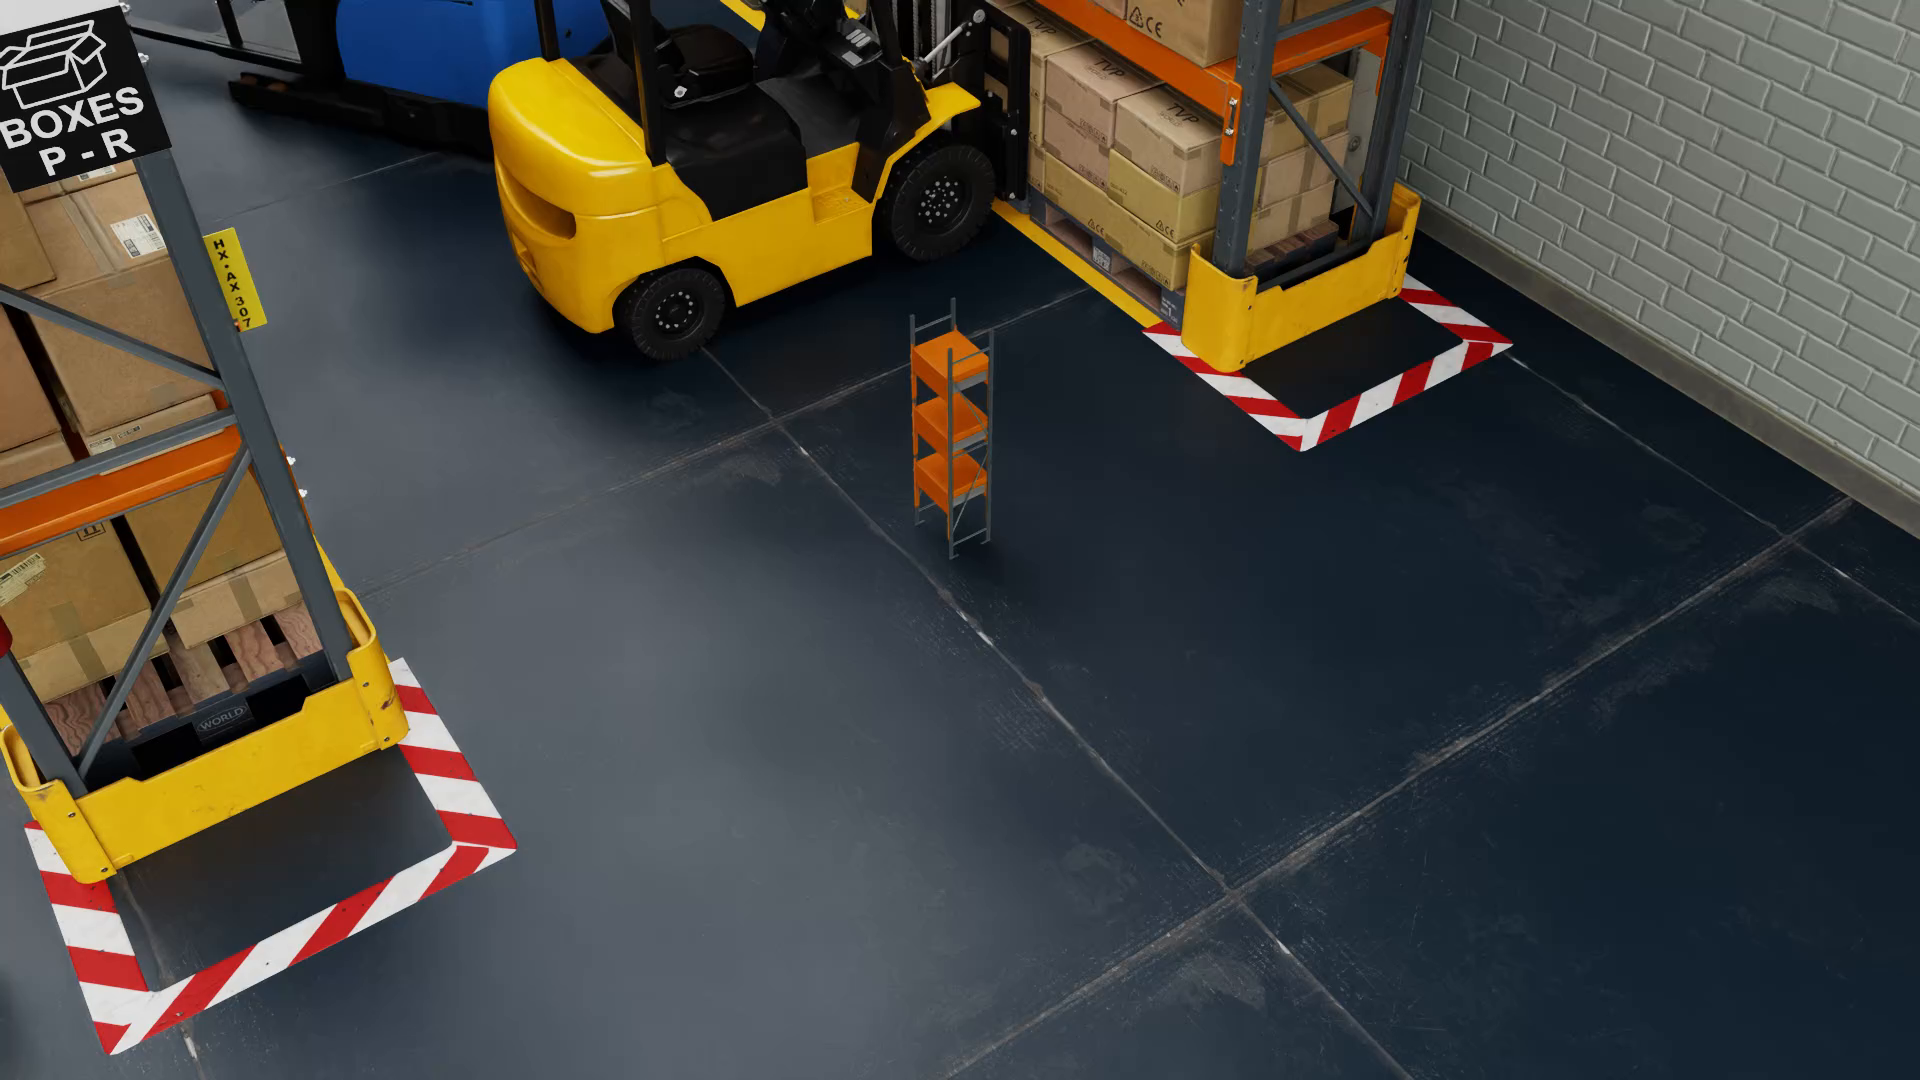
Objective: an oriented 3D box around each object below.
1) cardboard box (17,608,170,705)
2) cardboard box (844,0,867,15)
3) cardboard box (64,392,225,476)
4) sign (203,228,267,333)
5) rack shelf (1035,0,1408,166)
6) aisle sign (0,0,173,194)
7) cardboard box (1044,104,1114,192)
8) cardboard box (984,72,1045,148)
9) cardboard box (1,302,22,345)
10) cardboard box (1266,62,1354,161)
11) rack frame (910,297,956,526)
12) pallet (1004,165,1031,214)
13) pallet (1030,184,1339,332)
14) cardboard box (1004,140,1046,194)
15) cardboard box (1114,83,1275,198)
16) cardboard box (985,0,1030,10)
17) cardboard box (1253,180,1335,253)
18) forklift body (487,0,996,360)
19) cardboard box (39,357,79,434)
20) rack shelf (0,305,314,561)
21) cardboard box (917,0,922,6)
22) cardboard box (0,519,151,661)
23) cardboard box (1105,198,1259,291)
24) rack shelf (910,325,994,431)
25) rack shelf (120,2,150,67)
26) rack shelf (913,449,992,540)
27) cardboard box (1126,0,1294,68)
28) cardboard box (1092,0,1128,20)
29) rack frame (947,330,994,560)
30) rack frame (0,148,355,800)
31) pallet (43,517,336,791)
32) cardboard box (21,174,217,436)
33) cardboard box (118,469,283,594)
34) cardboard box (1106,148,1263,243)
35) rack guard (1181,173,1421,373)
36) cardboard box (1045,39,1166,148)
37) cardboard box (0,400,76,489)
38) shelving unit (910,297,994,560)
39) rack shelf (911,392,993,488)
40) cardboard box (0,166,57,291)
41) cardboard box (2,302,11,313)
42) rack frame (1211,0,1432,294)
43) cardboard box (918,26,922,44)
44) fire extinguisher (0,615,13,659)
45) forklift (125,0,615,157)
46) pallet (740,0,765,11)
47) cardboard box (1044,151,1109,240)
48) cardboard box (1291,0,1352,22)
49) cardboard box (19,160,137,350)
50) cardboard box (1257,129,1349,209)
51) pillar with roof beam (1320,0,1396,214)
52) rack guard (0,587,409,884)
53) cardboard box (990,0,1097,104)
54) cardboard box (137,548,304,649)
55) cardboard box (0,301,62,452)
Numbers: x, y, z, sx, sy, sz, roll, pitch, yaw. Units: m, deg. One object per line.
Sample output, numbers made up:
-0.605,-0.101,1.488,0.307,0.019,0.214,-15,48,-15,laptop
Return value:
-3.203,0.273,5.979,0.500,0.250,0.500,-26,49,-25,cardboard box
-0.412,-3.091,9.140,0.500,0.250,0.500,-26,49,-25,cardboard box
-2.531,-0.388,5.166,0.380,0.149,0.250,-26,49,-24,cardboard box
-2.061,-0.732,4.718,0.100,0.325,0.005,-26,49,-24,sign
0.419,-3.040,8.283,1.077,0.370,4.000,-26,49,-24,rack shelf
-2.217,-1.232,3.986,0.394,0.787,0.004,-26,49,-24,aisle sign
0.750,-1.946,7.941,0.500,0.250,0.500,-26,50,-25,cardboard box
0.437,-2.230,8.239,0.500,0.250,0.500,-27,50,-25,cardboard box
-3.325,-0.832,5.162,0.500,0.500,0.500,-26,49,-24,cardboard box
1.443,-2.033,7.671,0.500,0.250,0.500,-26,50,-25,cardboard box
-0.100,-0.479,6.492,0.200,1.050,0.008,-26,49,-24,rack frame
0.397,-2.266,8.970,1.003,0.211,1.213,-26,49,-24,pallet
1.091,-1.575,8.247,1.003,0.211,1.213,-26,49,-24,pallet
0.479,-2.038,8.400,0.500,0.250,0.500,-25,49,-24,cardboard box
1.044,-1.824,7.451,0.500,0.250,0.500,-24,49,-23,cardboard box
0.166,-2.683,8.351,0.500,0.250,0.500,-27,50,-25,cardboard box
1.442,-1.680,8.025,0.500,0.250,0.500,-26,49,-24,cardboard box
-1.018,-2.214,7.511,2.313,2.155,1.214,-26,49,-24,forklift body
-2.687,-0.525,5.310,0.380,0.149,0.250,-25,49,-24,cardboard box
-3.650,-1.077,6.227,1.077,0.370,4.000,-26,49,-24,rack shelf
-0.128,-2.983,8.666,0.500,0.250,0.500,-24,49,-23,cardboard box
-3.179,0.016,5.705,0.500,0.500,0.500,-25,49,-24,cardboard box
1.035,-1.466,7.801,0.500,0.250,0.500,-25,49,-24,cardboard box
-0.031,-0.608,6.231,0.215,0.259,0.240,-26,49,-24,rack shelf
-3.650,-2.162,5.191,1.077,0.370,4.000,-26,49,-24,rack shelf
-0.031,-0.201,6.618,0.215,0.259,0.240,-26,49,-24,rack shelf
1.066,-2.379,6.997,0.500,0.500,0.500,-27,50,-25,cardboard box
0.777,-2.676,7.309,0.500,0.500,0.500,-24,49,-23,cardboard box
0.039,-0.341,6.347,0.200,1.050,0.008,-26,49,-24,rack frame
-2.506,-0.205,4.792,1.000,3.000,0.127,-26,49,-24,rack frame
-2.986,0.287,6.297,1.003,0.211,1.213,-26,49,-24,pallet
-2.550,-0.726,5.050,0.500,0.500,0.500,-26,50,-25,cardboard box
-2.755,-0.212,5.944,0.500,0.500,0.500,-27,50,-26,cardboard box
1.028,-1.658,7.639,0.500,0.250,0.500,-26,50,-25,cardboard box
1.577,-1.250,7.697,1.175,0.500,0.348,-26,49,-24,rack guard
0.747,-2.111,7.752,0.500,0.250,0.500,-25,49,-24,cardboard box
-2.896,-0.241,5.012,0.380,0.149,0.250,-24,49,-23,cardboard box
-0.031,-0.410,6.419,0.215,1.050,0.252,-26,49,-24,shelving unit
-0.031,-0.402,6.427,0.215,0.259,0.240,-26,49,-24,rack shelf
-2.978,-0.913,4.522,0.700,0.500,0.500,-27,50,-25,cardboard box
-3.464,-0.829,5.628,0.380,0.149,0.250,-25,49,-24,cardboard box
1.563,-2.167,6.848,1.000,3.000,0.127,-26,49,-24,rack frame
-0.134,-2.801,8.837,0.500,0.250,0.500,-26,50,-25,cardboard box
-2.819,0.070,4.560,0.296,0.674,0.183,-26,49,-24,fire extinguisher
-3.507,-3.747,8.552,3.031,2.935,1.130,15,46,16,forklift
-1.179,-3.826,10.605,1.003,0.211,1.213,-26,49,-24,pallet
0.758,-1.751,8.100,0.500,0.250,0.500,-26,49,-24,cardboard box
1.507,-2.594,7.222,0.500,0.500,0.500,-24,49,-23,cardboard box
-2.849,-1.018,5.356,0.500,0.500,0.500,-24,49,-23,cardboard box
1.464,-1.854,7.845,0.500,0.250,0.500,-25,49,-24,cardboard box
-1.627,-3.387,3.781,9.100,9.000,0.400,-26,49,-24,pillar with roof beam
-2.550,0.657,5.700,1.175,0.500,0.348,-26,49,-24,rack guard
0.450,-2.393,8.047,0.500,0.250,0.500,-25,49,-24,cardboard box
-2.741,0.072,6.189,0.500,0.250,0.500,-26,49,-25,cardboard box
-3.043,-0.547,4.863,0.500,0.500,0.500,-27,50,-25,cardboard box
